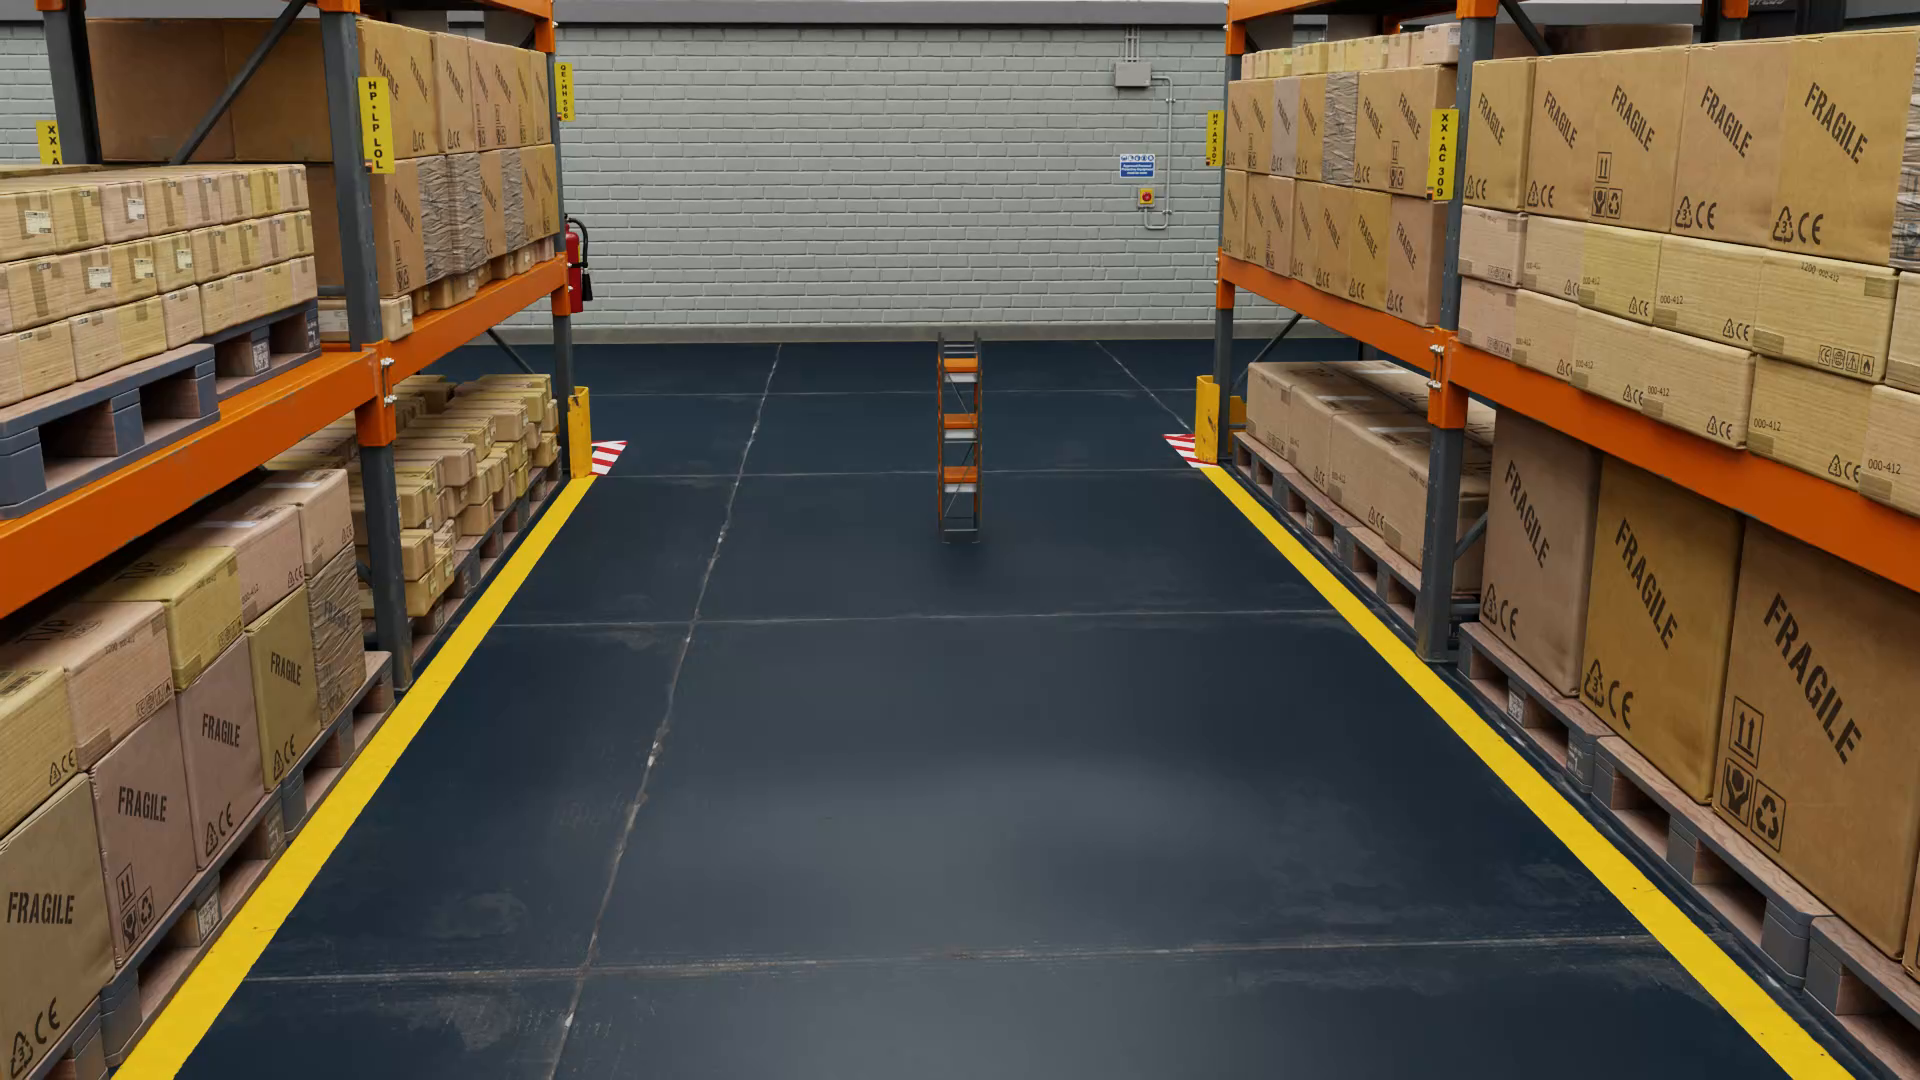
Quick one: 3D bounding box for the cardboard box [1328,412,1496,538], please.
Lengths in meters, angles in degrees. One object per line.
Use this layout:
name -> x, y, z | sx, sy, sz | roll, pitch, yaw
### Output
cardboard box -> 2.353, -0.323, 8.060 | 0.875, 0.438, 0.875 | -1, 14, -5

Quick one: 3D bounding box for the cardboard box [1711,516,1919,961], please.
cardboard box -> 2.578, 0.446, 4.195 | 0.875, 0.875, 0.875 | -1, 14, -3

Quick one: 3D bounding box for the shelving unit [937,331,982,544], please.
shelving unit -> -0.003, -0.522, 8.447 | 0.215, 1.050, 0.252 | -1, 14, -3

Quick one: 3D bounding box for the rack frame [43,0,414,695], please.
rack frame -> -2.593, -0.878, 5.920 | 1.000, 3.000, 0.127 | -1, 14, -3

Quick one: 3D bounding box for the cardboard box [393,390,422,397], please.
cardboard box -> -3.123, -0.717, 8.978 | 0.380, 0.149, 0.250 | -1, 14, -4

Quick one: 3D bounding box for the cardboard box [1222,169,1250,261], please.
cardboard box -> 1.837, -1.899, 9.687 | 0.500, 0.500, 0.500 | -1, 14, -4

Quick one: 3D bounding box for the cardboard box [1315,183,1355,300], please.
cardboard box -> 1.974, -1.392, 7.717 | 0.500, 0.500, 0.500 | -1, 14, -4

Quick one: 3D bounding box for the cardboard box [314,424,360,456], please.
cardboard box -> -2.935, -0.460, 7.980 | 0.380, 0.149, 0.250 | -1, 14, -3

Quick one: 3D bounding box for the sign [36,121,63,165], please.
sign -> -3.134, -1.287, 5.772 | 0.100, 0.325, 0.005 | -1, 14, -3

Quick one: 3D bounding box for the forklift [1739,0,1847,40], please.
forklift -> 5.191, -1.769, 9.519 | 3.031, 2.935, 1.130 | 11, 18, 37

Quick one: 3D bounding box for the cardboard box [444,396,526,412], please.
cardboard box -> -2.501, -0.665, 8.775 | 0.380, 0.149, 0.250 | -1, 15, -6

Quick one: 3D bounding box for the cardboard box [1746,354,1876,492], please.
cardboard box -> 2.236, -0.286, 3.921 | 0.500, 0.250, 0.500 | -1, 14, -4

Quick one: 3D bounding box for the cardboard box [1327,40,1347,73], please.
cardboard box -> 1.958, -2.278, 7.851 | 0.380, 0.149, 0.250 | -1, 14, -3

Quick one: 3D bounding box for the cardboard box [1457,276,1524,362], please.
cardboard box -> 2.105, -0.794, 5.892 | 0.500, 0.250, 0.500 | -1, 14, -5

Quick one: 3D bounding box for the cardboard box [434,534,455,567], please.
cardboard box -> -2.379, 0.076, 7.088 | 0.380, 0.149, 0.250 | -1, 14, -4

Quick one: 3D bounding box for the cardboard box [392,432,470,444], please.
cardboard box -> -2.503, -0.405, 7.765 | 0.380, 0.149, 0.250 | -1, 15, -6

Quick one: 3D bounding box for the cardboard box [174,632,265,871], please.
cardboard box -> -2.237, 0.564, 4.487 | 0.500, 0.500, 0.500 | -1, 14, -5

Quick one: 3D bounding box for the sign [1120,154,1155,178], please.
sign -> 1.669, -3.522, 15.652 | 0.327, 0.218, 0.001 | -1, 14, -3

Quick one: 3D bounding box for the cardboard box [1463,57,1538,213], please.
cardboard box -> 2.082, -1.399, 5.735 | 0.500, 0.500, 0.500 | -1, 14, -3

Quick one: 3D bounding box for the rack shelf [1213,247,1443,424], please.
rack shelf -> 2.217, -1.129, 8.337 | 1.077, 0.370, 4.000 | -1, 14, -3

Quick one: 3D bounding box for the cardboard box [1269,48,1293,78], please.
cardboard box -> 1.862, -2.533, 8.843 | 0.380, 0.149, 0.250 | -1, 14, -5

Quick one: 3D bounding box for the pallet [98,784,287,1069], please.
pallet -> -2.465, 0.970, 4.333 | 1.003, 0.211, 1.213 | -1, 14, -3

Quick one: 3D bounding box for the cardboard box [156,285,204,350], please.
cardboard box -> -2.302, -0.606, 4.524 | 0.380, 0.149, 0.250 | -2, 15, -6

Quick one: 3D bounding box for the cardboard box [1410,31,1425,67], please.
cardboard box -> 2.091, -2.028, 6.878 | 0.380, 0.149, 0.250 | -1, 14, -3

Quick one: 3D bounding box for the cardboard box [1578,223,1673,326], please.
cardboard box -> 2.152, -0.780, 4.837 | 0.500, 0.250, 0.500 | -1, 14, -3

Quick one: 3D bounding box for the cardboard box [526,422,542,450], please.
cardboard box -> -2.489, -0.584, 9.057 | 0.380, 0.149, 0.250 | -1, 15, -6

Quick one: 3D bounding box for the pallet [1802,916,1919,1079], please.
pallet -> 2.615, 1.168, 3.562 | 1.003, 0.211, 1.213 | -1, 14, -3

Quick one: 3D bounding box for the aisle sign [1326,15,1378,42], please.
aisle sign -> 2.398, -3.256, 9.945 | 0.394, 0.787, 0.004 | -1, 14, -3

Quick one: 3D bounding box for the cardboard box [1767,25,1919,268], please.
cardboard box -> 2.232, -0.893, 3.771 | 0.500, 0.500, 0.500 | -1, 14, -3

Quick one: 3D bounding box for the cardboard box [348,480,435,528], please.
cardboard box -> -2.365, -0.147, 6.764 | 0.380, 0.149, 0.250 | 0, 14, -1

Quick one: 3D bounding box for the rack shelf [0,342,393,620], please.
rack shelf -> -2.469, -0.032, 4.076 | 1.077, 0.370, 4.000 | -1, 14, -3

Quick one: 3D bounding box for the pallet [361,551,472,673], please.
pallet -> -2.670, 0.306, 6.914 | 1.003, 0.211, 1.213 | -1, 14, -3

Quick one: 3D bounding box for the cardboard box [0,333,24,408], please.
cardboard box -> -2.242, -0.347, 3.515 | 0.380, 0.149, 0.250 | 0, 14, -2

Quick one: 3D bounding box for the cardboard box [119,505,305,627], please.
cardboard box -> -2.276, 0.075, 4.883 | 0.500, 0.250, 0.500 | 0, 14, -1

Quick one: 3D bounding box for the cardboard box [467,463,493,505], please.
cardboard box -> -2.412, -0.261, 7.804 | 0.380, 0.149, 0.250 | -1, 14, -4

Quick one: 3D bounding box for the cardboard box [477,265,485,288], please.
cardboard box -> -2.514, -1.287, 8.013 | 0.380, 0.149, 0.250 | -1, 14, -2

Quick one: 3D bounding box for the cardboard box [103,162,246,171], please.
cardboard box -> -2.905, -1.187, 6.321 | 0.500, 0.500, 0.500 | -1, 14, -3

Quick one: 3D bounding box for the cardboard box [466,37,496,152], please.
cardboard box -> -2.456, -2.053, 7.682 | 0.500, 0.500, 0.500 | -1, 14, -5

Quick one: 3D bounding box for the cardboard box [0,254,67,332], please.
cardboard box -> -2.256, -0.553, 3.719 | 0.380, 0.149, 0.250 | -1, 14, -4

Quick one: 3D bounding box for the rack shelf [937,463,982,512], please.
rack shelf -> -0.003, -0.242, 8.519 | 0.215, 0.259, 0.240 | -1, 14, -3

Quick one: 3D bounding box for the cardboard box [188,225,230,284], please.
cardboard box -> -2.320, -0.813, 4.730 | 0.380, 0.149, 0.250 | -1, 14, -5

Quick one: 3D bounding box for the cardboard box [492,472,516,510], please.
cardboard box -> -2.449, -0.247, 8.344 | 0.380, 0.149, 0.250 | -1, 14, -2

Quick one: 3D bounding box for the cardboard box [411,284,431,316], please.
cardboard box -> -2.454, -1.028, 7.007 | 0.380, 0.149, 0.250 | -2, 15, -6

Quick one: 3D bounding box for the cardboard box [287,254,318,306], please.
cardboard box -> -2.371, -0.864, 5.527 | 0.380, 0.149, 0.250 | -1, 14, -5

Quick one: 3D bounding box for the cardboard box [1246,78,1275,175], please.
cardboard box -> 1.878, -2.255, 9.064 | 0.500, 0.500, 0.500 | -1, 14, -5

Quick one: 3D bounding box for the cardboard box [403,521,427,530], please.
cardboard box -> -2.401, -0.002, 6.794 | 0.380, 0.149, 0.250 | -1, 14, -3

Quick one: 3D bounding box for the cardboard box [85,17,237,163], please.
cardboard box -> -2.892, -1.668, 6.184 | 0.500, 0.500, 0.500 | -1, 14, -5

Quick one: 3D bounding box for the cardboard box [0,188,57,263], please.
cardboard box -> -2.263, -0.698, 3.687 | 0.380, 0.149, 0.250 | 0, 14, -2

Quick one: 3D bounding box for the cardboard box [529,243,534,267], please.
cardboard box -> -2.530, -1.550, 9.035 | 0.380, 0.149, 0.250 | -1, 14, -4

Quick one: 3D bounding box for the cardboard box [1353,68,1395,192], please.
cardboard box -> 2.013, -1.752, 7.108 | 0.500, 0.500, 0.500 | -1, 14, -4

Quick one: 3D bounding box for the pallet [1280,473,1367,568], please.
pallet -> 2.294, -0.124, 8.584 | 1.003, 0.211, 1.213 | -1, 14, -3

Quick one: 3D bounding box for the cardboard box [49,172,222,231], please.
cardboard box -> -2.325, -0.955, 4.685 | 0.380, 0.149, 0.250 | -1, 14, -4

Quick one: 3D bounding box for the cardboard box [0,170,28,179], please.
cardboard box -> -2.991, -1.010, 4.899 | 0.380, 0.149, 0.250 | -1, 14, -3

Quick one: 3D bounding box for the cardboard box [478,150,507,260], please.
cardboard box -> -2.468, -1.579, 7.847 | 0.500, 0.500, 0.500 | 0, 14, -1
